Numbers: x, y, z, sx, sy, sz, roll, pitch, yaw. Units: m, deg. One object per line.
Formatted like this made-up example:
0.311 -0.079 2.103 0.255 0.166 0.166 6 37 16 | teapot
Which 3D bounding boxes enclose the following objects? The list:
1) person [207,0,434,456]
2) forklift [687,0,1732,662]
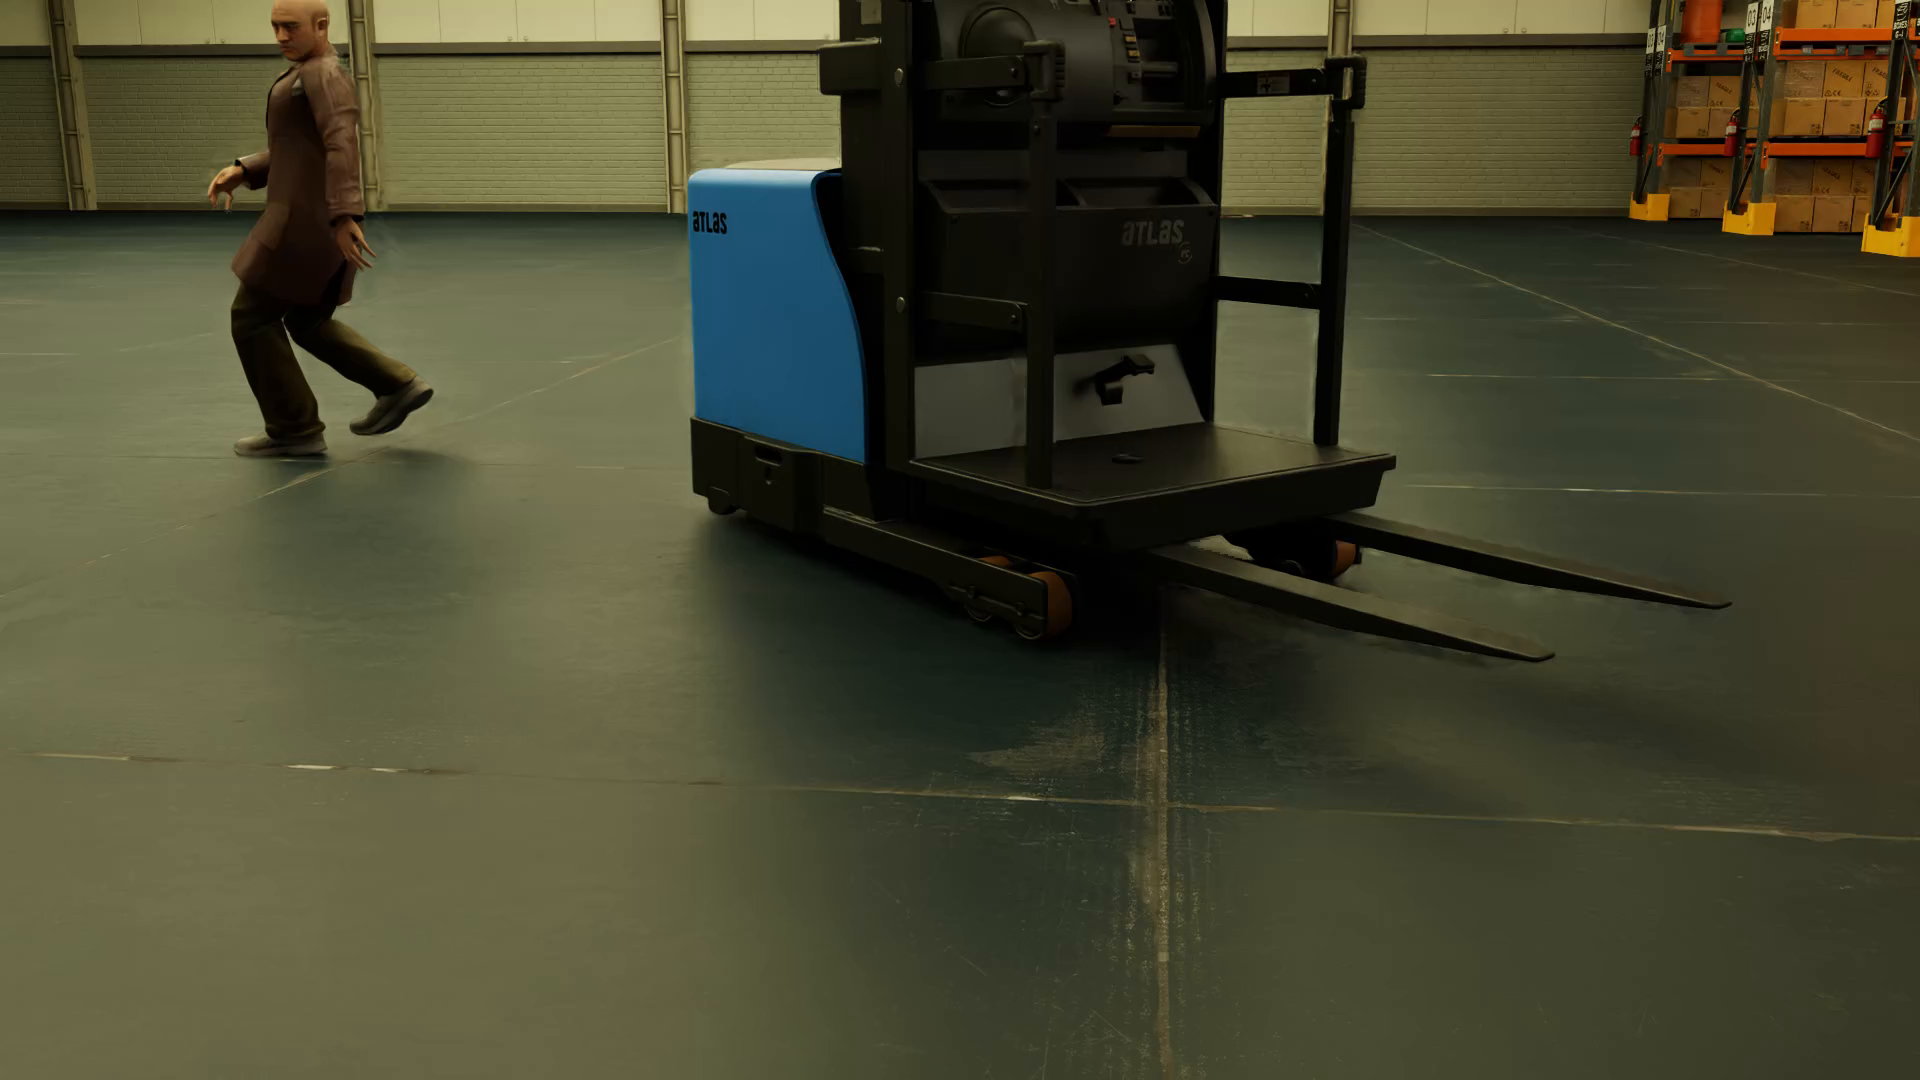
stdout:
-2.415 -1.150 6.145 0.741 1.710 0.703 1 13 3 | person
0.425 -1.315 4.132 1.130 2.935 3.031 -10 16 -35 | forklift
